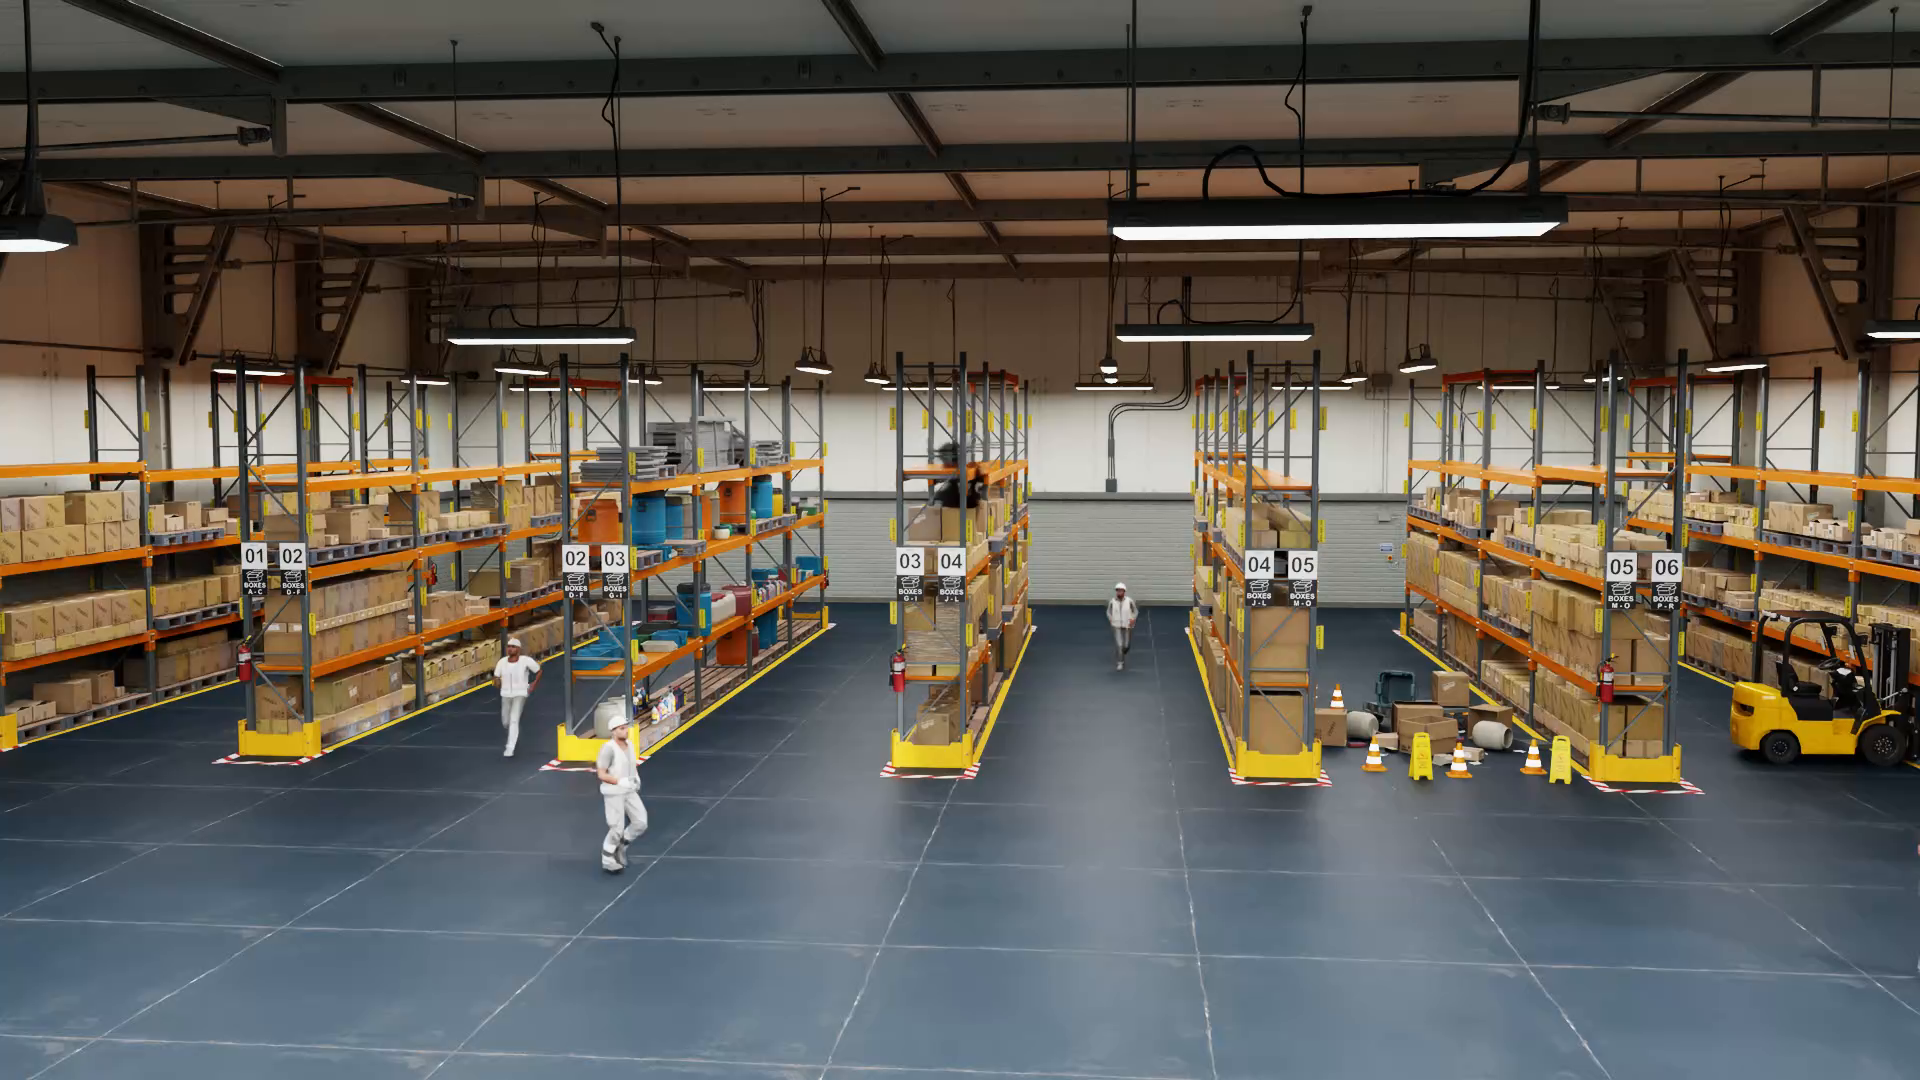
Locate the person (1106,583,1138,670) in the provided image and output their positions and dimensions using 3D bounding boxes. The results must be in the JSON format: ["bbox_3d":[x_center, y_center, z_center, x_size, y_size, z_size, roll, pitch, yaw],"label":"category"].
[{"bbox_3d":[3.285,1.746,33.760,0.660,1.746,0.578,1,4,8],"label":"person"}]

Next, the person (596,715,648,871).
[{"bbox_3d":[-3.705,2.777,18.407,0.615,1.688,0.699,3,5,32],"label":"person"}]

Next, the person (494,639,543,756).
[{"bbox_3d":[-6.745,2.359,25.122,0.715,1.712,0.931,0,4,6],"label":"person"}]
